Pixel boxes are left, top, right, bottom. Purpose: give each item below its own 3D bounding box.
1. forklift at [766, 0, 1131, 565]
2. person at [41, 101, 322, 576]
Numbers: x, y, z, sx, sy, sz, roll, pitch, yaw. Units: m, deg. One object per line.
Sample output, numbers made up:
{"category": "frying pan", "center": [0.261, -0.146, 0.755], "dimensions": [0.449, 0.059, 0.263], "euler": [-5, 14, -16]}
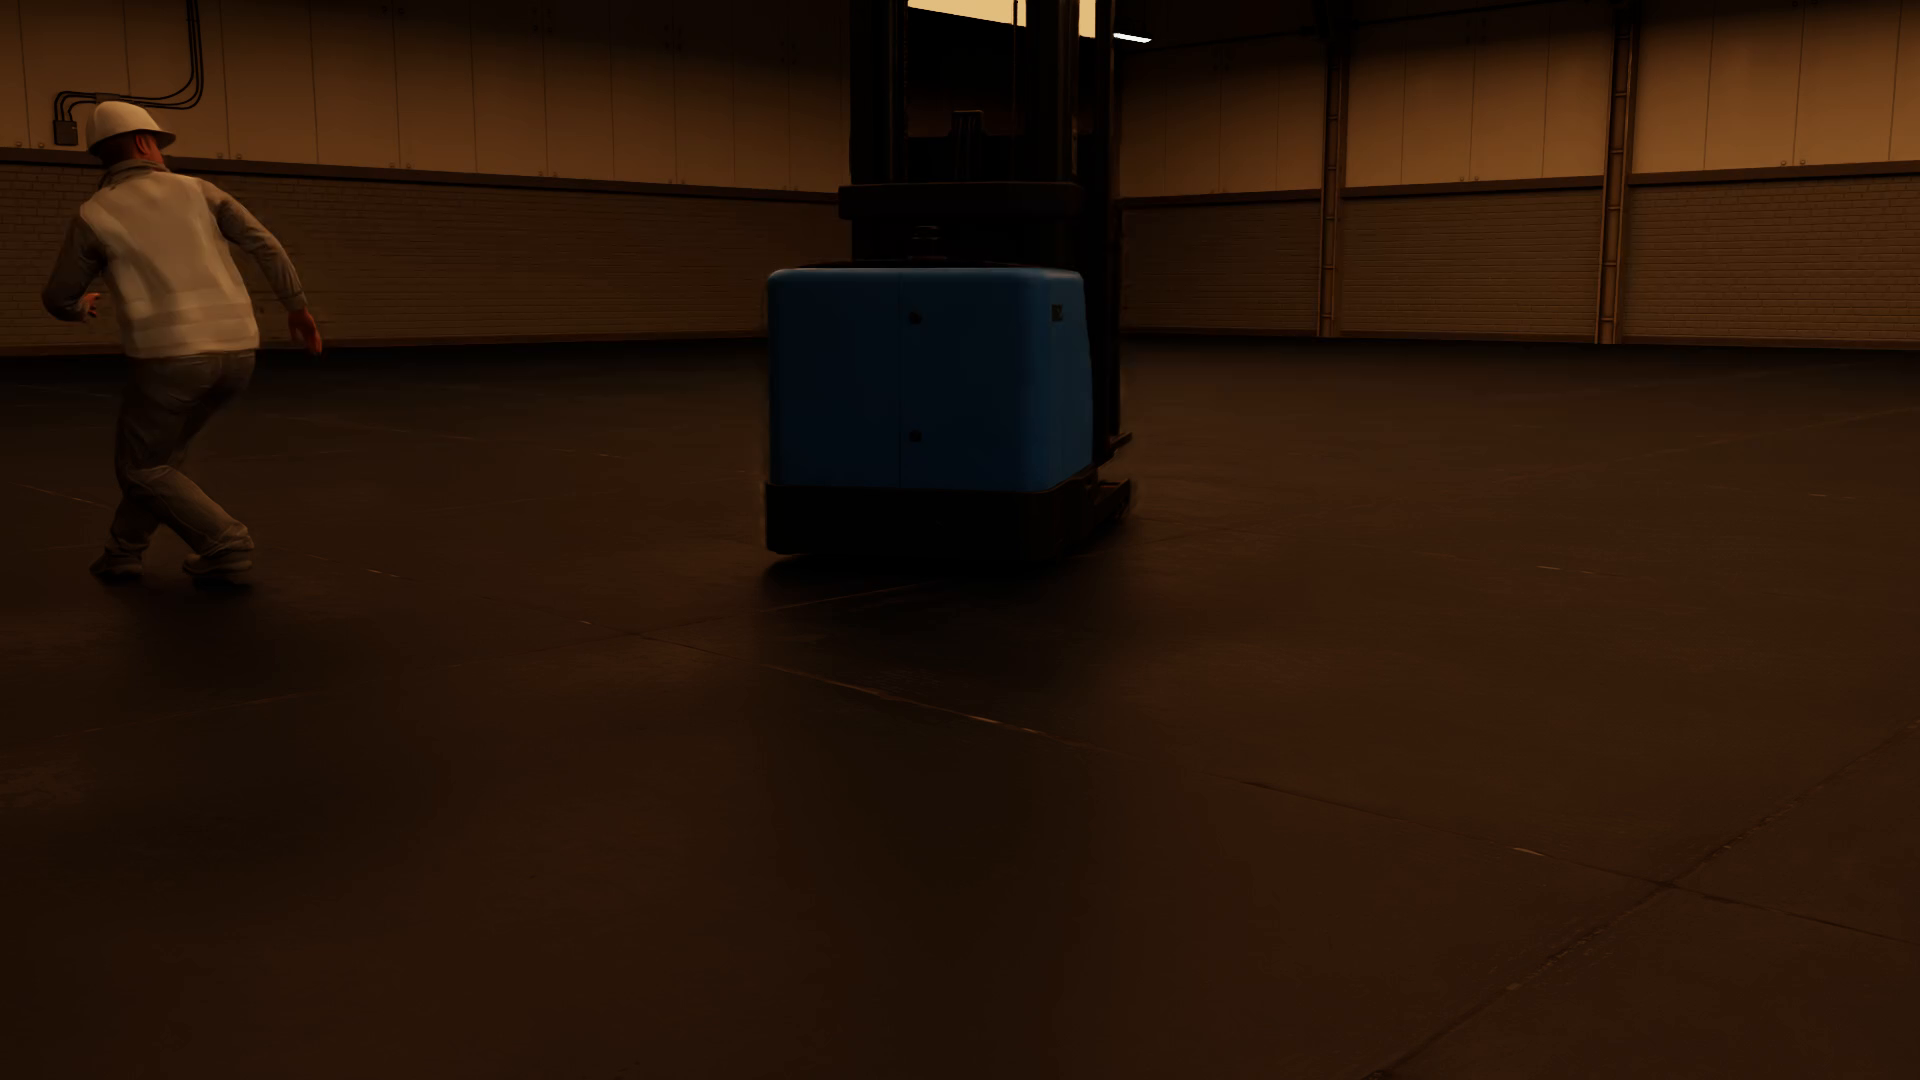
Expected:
{"category": "forklift", "center": [0.142, -1.538, 7.086], "dimensions": [1.130, 2.935, 3.031], "euler": [2, 9, 13]}
{"category": "person", "center": [-2.745, -0.680, 5.823], "dimensions": [0.797, 1.648, 0.788], "euler": [6, 10, 33]}
